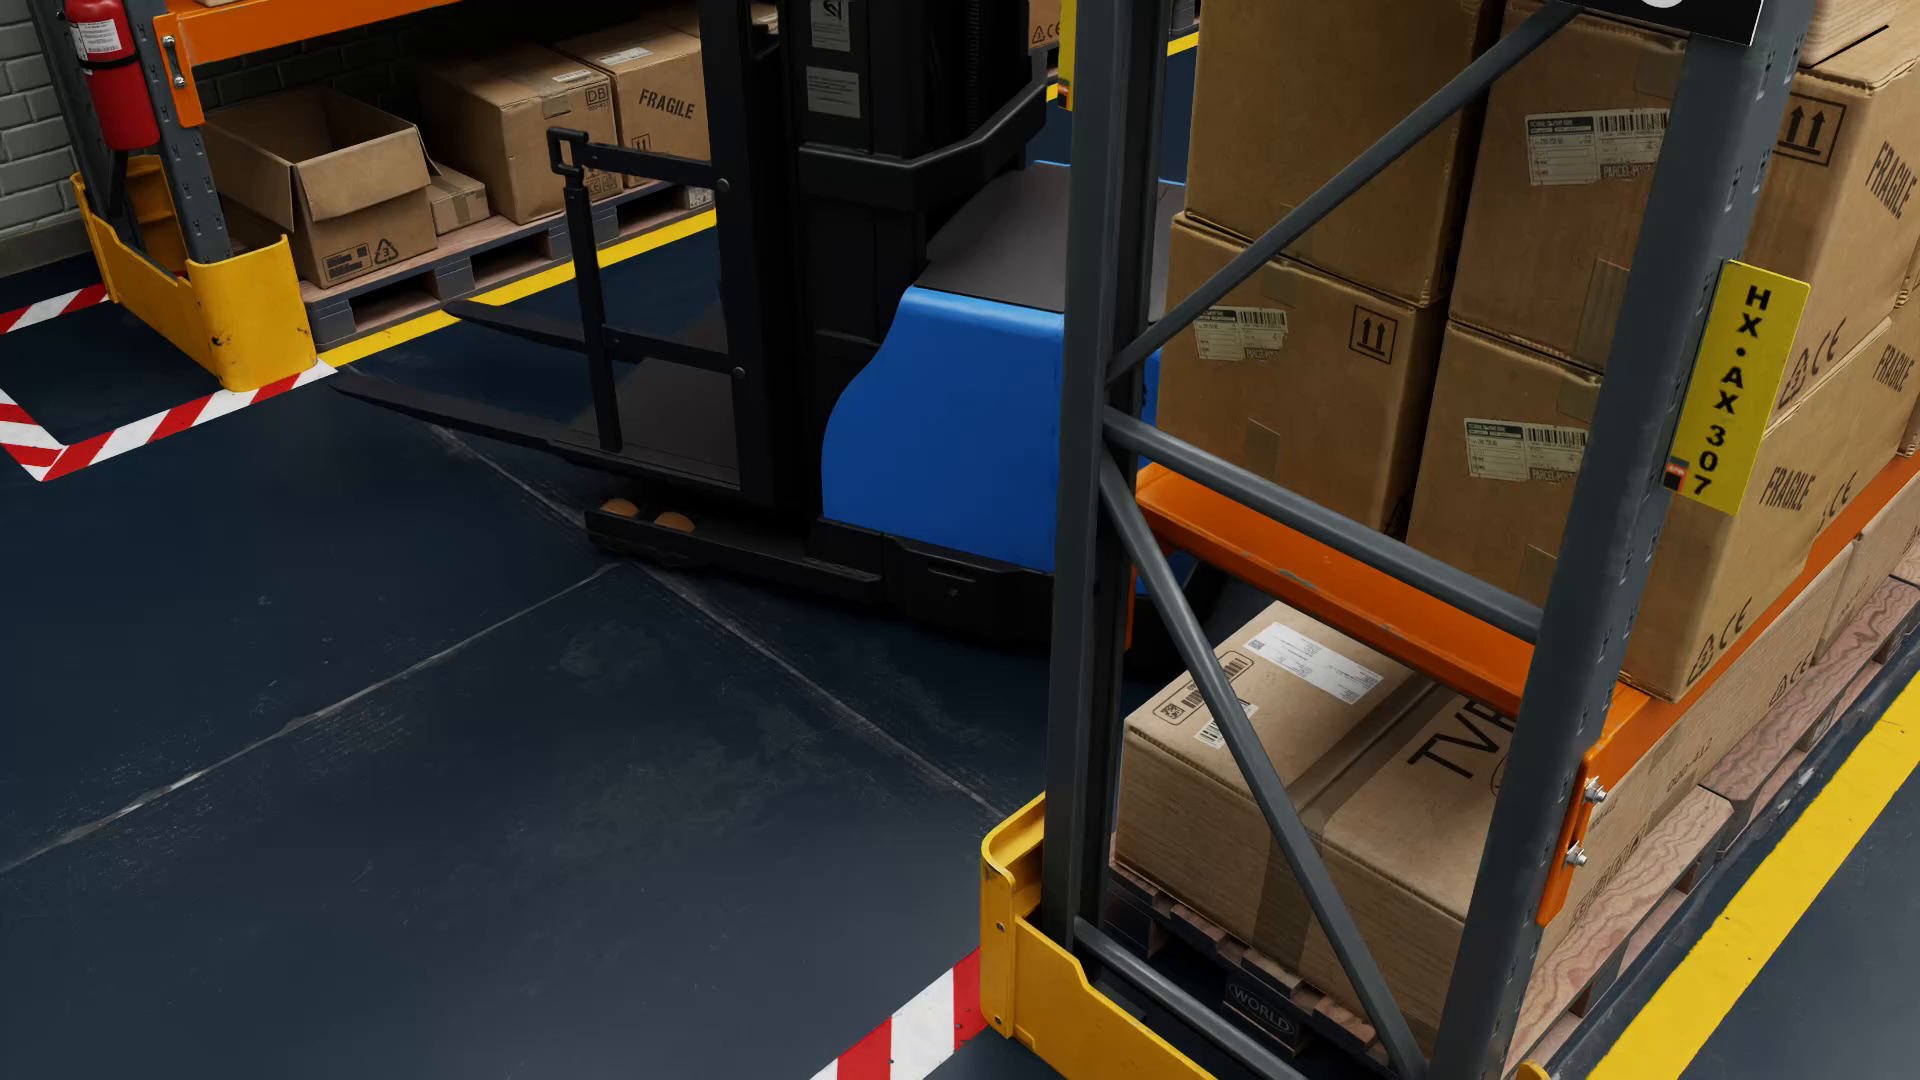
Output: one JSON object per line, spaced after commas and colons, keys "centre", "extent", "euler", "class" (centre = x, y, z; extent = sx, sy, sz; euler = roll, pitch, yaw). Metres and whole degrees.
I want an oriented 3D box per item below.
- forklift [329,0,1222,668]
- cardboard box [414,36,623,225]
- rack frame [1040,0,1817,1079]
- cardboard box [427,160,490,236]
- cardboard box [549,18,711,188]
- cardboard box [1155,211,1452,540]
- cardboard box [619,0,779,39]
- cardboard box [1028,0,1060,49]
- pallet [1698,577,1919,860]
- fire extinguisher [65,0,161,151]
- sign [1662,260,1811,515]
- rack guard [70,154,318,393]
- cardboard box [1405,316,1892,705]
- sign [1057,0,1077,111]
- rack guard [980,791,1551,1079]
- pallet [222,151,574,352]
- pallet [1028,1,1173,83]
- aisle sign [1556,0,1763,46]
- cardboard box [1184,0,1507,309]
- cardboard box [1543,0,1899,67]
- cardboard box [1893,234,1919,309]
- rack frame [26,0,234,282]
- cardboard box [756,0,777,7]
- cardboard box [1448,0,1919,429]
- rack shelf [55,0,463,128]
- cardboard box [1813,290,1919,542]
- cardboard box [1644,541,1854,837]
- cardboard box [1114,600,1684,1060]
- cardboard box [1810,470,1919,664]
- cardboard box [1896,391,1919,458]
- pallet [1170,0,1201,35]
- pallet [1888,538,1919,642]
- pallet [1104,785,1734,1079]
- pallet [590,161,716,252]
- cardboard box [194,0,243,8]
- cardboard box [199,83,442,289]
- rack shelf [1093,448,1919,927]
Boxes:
{"centre": [-0.612, -1.383, 4.671], "extent": [3.031, 2.935, 1.130], "euler": [14, 37, 19], "class": "forklift"}
{"centre": [-1.827, -1.710, 6.898], "extent": [0.500, 0.500, 0.700], "euler": [-28, 44, -34], "class": "cardboard box"}
{"centre": [0.570, -0.023, 2.661], "extent": [1.000, 3.000, 0.127], "euler": [30, 45, 35], "class": "rack frame"}
{"centre": [-2.130, -1.392, 6.749], "extent": [0.380, 0.149, 0.250], "euler": [28, 43, 34], "class": "cardboard box"}
{"centre": [-1.384, -1.885, 7.148], "extent": [0.500, 0.500, 0.500], "euler": [-29, 44, -35], "class": "cardboard box"}
{"centre": [0.722, -0.367, 3.066], "extent": [0.500, 0.500, 0.500], "euler": [-30, 45, -35], "class": "cardboard box"}
{"centre": [-1.096, -2.132, 7.503], "extent": [0.700, 0.500, 0.500], "euler": [28, 43, 34], "class": "cardboard box"}
{"centre": [0.364, -2.898, 8.602], "extent": [0.500, 0.500, 0.500], "euler": [-28, 43, -34], "class": "cardboard box"}
{"centre": [1.937, 0.272, 4.676], "extent": [1.003, 0.211, 1.213], "euler": [30, 45, 35], "class": "pallet"}
{"centre": [-2.731, -1.591, 5.303], "extent": [0.296, 0.674, 0.183], "euler": [30, 45, 35], "class": "fire extinguisher"}
{"centre": [0.960, -0.185, 2.066], "extent": [0.100, 0.325, 0.005], "euler": [30, 45, 35], "class": "sign"}
{"centre": [-2.902, -1.028, 6.286], "extent": [1.175, 0.500, 0.348], "euler": [30, 45, 35], "class": "rack guard"}
{"centre": [1.112, -0.143, 2.746], "extent": [0.500, 0.500, 0.500], "euler": [29, 44, 35], "class": "cardboard box"}
{"centre": [0.195, -0.820, 2.584], "extent": [0.100, 0.325, 0.005], "euler": [30, 45, 35], "class": "sign"}
{"centre": [0.553, 1.012, 3.362], "extent": [1.175, 0.500, 0.348], "euler": [30, 45, 35], "class": "rack guard"}
{"centre": [-2.341, -1.233, 6.834], "extent": [1.003, 0.211, 1.213], "euler": [30, 45, 35], "class": "pallet"}
{"centre": [0.409, -2.847, 9.149], "extent": [1.003, 0.211, 1.213], "euler": [30, 45, 35], "class": "pallet"}
{"centre": [0.725, -0.943, 1.708], "extent": [0.394, 0.787, 0.004], "euler": [30, 45, 35], "class": "aisle sign"}
{"centre": [0.741, -0.766, 2.764], "extent": [0.500, 0.500, 0.500], "euler": [-28, 44, -34], "class": "cardboard box"}
{"centre": [1.016, -0.773, 2.207], "extent": [0.250, 0.149, 0.380], "euler": [-29, 44, -35], "class": "cardboard box"}
{"centre": [1.469, -0.767, 2.766], "extent": [0.500, 0.500, 0.500], "euler": [28, 44, 34], "class": "cardboard box"}
{"centre": [-2.955, -2.022, 5.527], "extent": [1.000, 3.000, 0.127], "euler": [30, 45, 35], "class": "rack frame"}
{"centre": [-0.770, -2.542, 8.257], "extent": [0.500, 0.311, 0.500], "euler": [-28, 44, -34], "class": "cardboard box"}
{"centre": [1.110, -0.554, 2.461], "extent": [0.500, 0.500, 0.500], "euler": [28, 44, 34], "class": "cardboard box"}
{"centre": [-1.546, -2.539, 6.897], "extent": [1.077, 0.370, 4.000], "euler": [30, 45, 35], "class": "rack shelf"}
{"centre": [1.448, -0.360, 3.056], "extent": [0.500, 0.500, 0.500], "euler": [29, 44, 35], "class": "cardboard box"}
{"centre": [1.603, 0.172, 4.253], "extent": [0.875, 0.438, 0.875], "euler": [-29, 44, -34], "class": "cardboard box"}
{"centre": [0.964, 0.547, 3.716], "extent": [0.875, 0.438, 0.875], "euler": [28, 44, 34], "class": "cardboard box"}
{"centre": [2.239, -0.193, 4.777], "extent": [0.875, 0.438, 0.875], "euler": [28, 44, 34], "class": "cardboard box"}
{"centre": [1.820, -0.559, 3.342], "extent": [0.500, 0.500, 0.500], "euler": [29, 44, 35], "class": "cardboard box"}
{"centre": [1.269, -3.345, 9.862], "extent": [1.003, 0.211, 1.213], "euler": [30, 45, 35], "class": "pallet"}
{"centre": [2.797, -0.226, 5.389], "extent": [1.003, 0.211, 1.213], "euler": [30, 45, 35], "class": "pallet"}
{"centre": [1.078, 0.765, 3.969], "extent": [1.003, 0.211, 1.213], "euler": [30, 45, 35], "class": "pallet"}
{"centre": [-1.481, -1.726, 7.540], "extent": [1.003, 0.211, 1.213], "euler": [30, 45, 35], "class": "pallet"}
{"centre": [-2.529, -1.942, 5.632], "extent": [0.380, 0.149, 0.250], "euler": [29, 44, 35], "class": "cardboard box"}
{"centre": [-2.457, -1.381, 6.422], "extent": [0.797, 0.503, 0.637], "euler": [28, 43, 34], "class": "cardboard box"}
{"centre": [1.979, -0.540, 4.031], "extent": [1.077, 0.370, 4.000], "euler": [30, 45, 35], "class": "rack shelf"}
